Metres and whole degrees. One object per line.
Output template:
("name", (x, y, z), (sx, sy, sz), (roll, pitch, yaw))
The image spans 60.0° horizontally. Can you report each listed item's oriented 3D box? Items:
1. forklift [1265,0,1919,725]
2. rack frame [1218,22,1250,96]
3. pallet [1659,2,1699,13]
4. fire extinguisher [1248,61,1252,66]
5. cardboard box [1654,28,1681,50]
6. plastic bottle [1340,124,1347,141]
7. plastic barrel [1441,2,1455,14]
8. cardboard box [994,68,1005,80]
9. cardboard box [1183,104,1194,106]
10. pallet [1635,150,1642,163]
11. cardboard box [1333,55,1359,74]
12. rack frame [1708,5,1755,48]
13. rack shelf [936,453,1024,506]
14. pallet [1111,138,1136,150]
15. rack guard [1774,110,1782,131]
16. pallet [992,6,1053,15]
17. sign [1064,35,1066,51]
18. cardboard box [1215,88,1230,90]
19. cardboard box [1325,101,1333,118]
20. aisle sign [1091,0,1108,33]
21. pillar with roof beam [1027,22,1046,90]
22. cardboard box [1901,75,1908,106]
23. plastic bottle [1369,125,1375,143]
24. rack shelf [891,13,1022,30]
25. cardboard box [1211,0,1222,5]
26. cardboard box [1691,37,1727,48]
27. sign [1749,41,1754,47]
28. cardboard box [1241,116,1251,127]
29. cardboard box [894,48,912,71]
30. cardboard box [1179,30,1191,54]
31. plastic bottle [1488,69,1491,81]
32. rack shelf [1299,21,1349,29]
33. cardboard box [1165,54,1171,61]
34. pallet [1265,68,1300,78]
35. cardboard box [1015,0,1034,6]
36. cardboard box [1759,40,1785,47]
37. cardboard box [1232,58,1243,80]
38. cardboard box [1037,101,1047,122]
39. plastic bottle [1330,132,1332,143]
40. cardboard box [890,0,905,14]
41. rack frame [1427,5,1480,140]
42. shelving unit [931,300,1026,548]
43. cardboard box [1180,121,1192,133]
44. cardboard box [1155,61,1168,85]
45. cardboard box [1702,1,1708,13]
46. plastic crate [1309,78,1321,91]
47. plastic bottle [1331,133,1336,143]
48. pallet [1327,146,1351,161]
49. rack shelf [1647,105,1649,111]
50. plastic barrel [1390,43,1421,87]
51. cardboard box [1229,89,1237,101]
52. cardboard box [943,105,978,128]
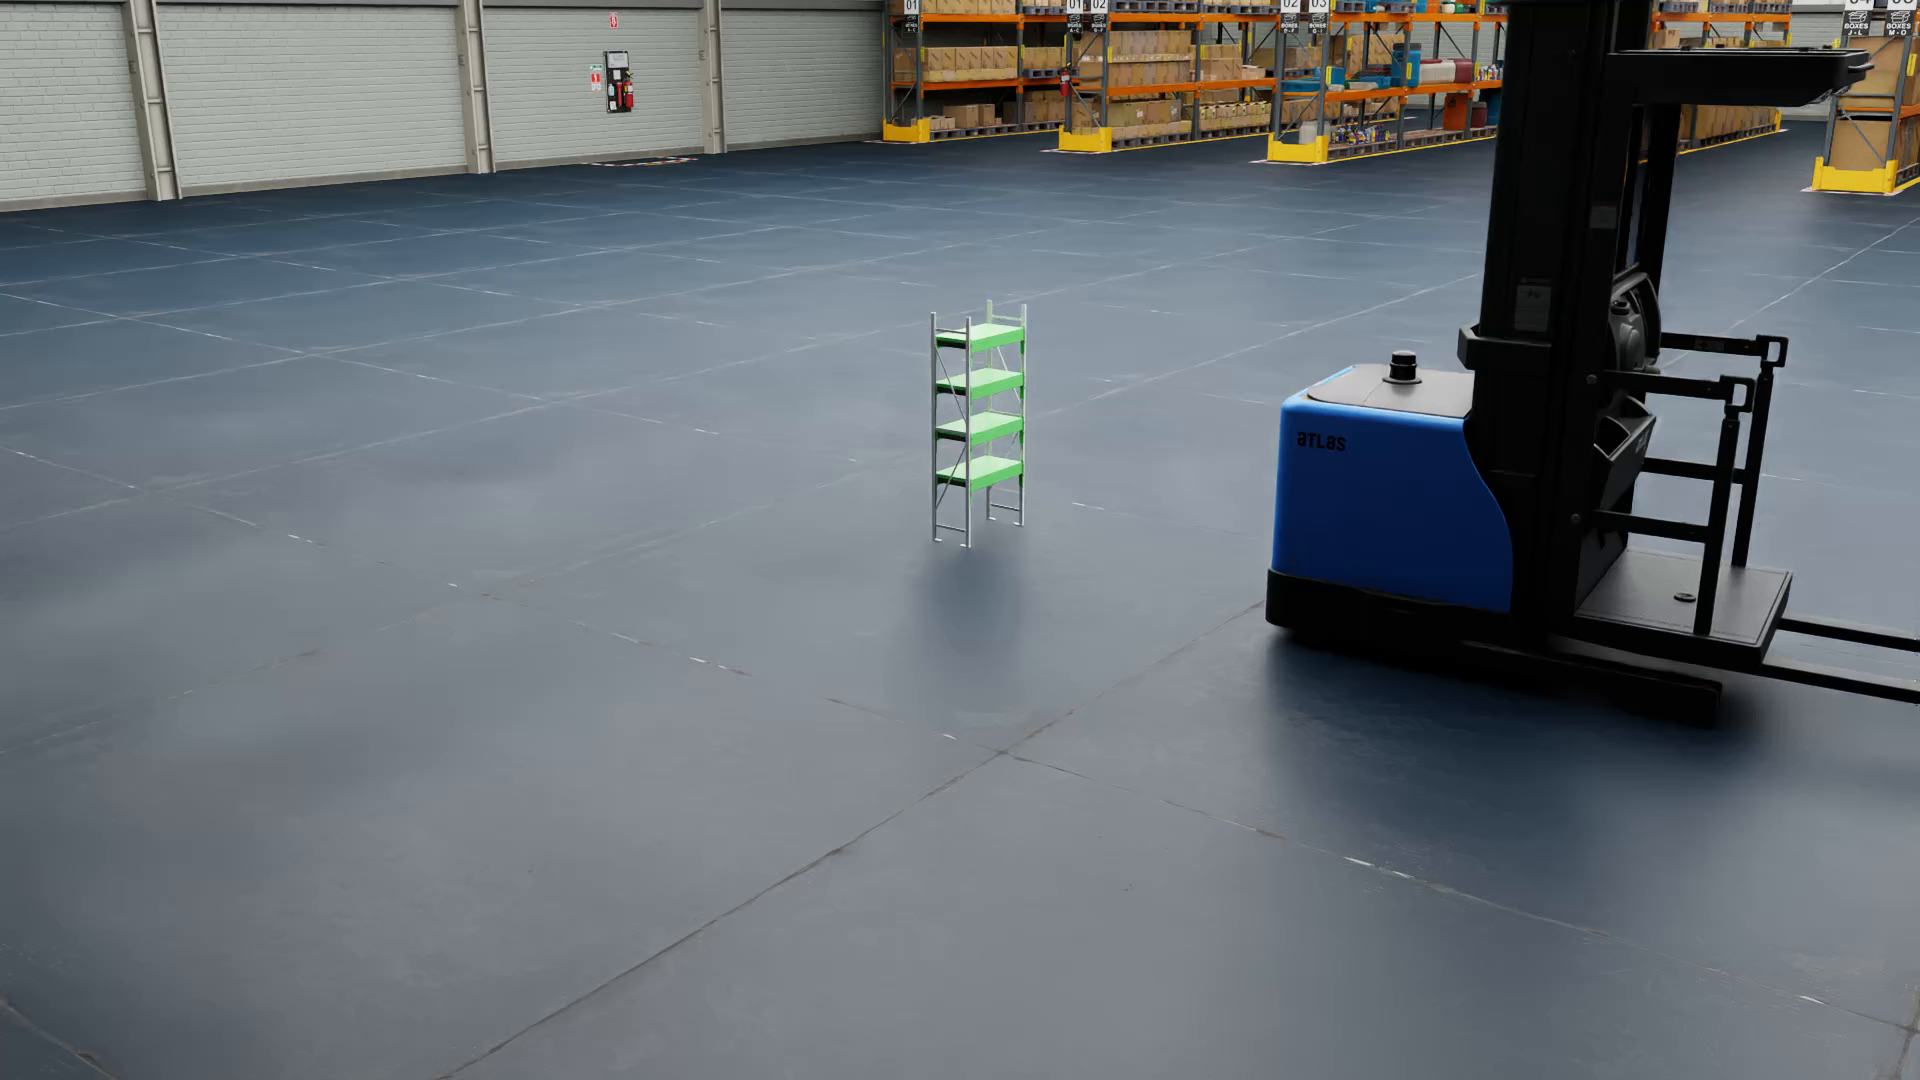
("forklift", (2.879, -0.865, 6.586), (3.031, 2.935, 1.130), (10, 20, 30))
("rack frame", (8.242, -14.483, 50.323), (1.000, 3.000, 0.127), (12, 21, 35))
("pallet", (14.095, -10.717, 33.456), (1.213, 0.211, 1.003), (12, 21, 35))
("fire extinguisher", (8.703, -14.222, 50.242), (0.296, 0.674, 0.183), (12, 21, 35))
("cardboard box", (13.612, -9.650, 33.041), (1.000, 1.000, 1.000), (13, 21, 35))
("plastic bottle", (8.122, -8.655, 35.281), (0.144, 0.351, 0.185), (11, 21, 32))
("plastic barrel", (10.862, -11.849, 37.017), (0.301, 0.262, 0.301), (0, 17, 0))
("cardboard box", (0.750, -11.279, 40.225), (0.500, 0.250, 0.500), (13, 21, 35))
("cardboard box", (5.389, -10.177, 39.442), (0.500, 0.311, 0.500), (13, 22, 36))
("pallet", (12.655, -7.501, 32.541), (1.003, 0.211, 1.213), (12, 21, 35))
("cardboard box", (10.362, -12.776, 44.660), (0.500, 0.500, 0.500), (13, 22, 36))
("rack frame", (17.793, -10.904, 38.799), (1.000, 3.000, 0.127), (12, 21, 35))
("rack shelf", (0.099, -0.322, 8.783), (0.258, 0.148, 0.480), (12, 21, 35))
("pallet", (3.112, -8.655, 36.259), (1.003, 0.211, 1.213), (12, 21, 35))
("rack guard", (20.191, -10.669, 42.256), (1.175, 0.500, 0.348), (12, 21, 35))
("pallet", (1.546, -13.096, 41.115), (1.213, 0.211, 1.003), (12, 21, 35))
("sign", (2.262, -10.563, 35.348), (0.100, 0.325, 0.005), (12, 21, 35))
("cardboard box", (7.824, -13.491, 49.542), (0.380, 0.149, 0.250), (13, 22, 36))
("cardboard box", (9.475, -11.387, 43.828), (0.500, 0.500, 0.500), (13, 21, 35))
("aisle sign", (2.897, -10.969, 34.625), (0.394, 0.787, 0.004), (12, 21, 35))
("pillar with roof beam", (5.464, -14.525, 40.342), (9.100, 9.000, 0.400), (12, 21, 35))
("cardboard box", (15.061, -7.448, 27.418), (0.875, 0.550, 0.550), (12, 21, 35))
("plastic bottle", (8.590, -8.492, 34.756), (0.144, 0.351, 0.185), (12, 21, 34))
("rack shelf", (-0.099, -12.237, 39.247), (1.077, 0.370, 4.000), (12, 21, 35))
("cardboard box", (5.773, -12.588, 38.708), (0.500, 0.250, 0.500), (10, 20, 29))
("cardboard box", (16.643, -10.965, 37.135), (0.797, 0.503, 0.637), (13, 22, 36))
("sign", (18.235, -11.326, 38.338), (0.100, 0.325, 0.005), (12, 21, 35))
("cardboard box", (6.732, -10.179, 40.393), (0.500, 0.250, 0.500), (13, 21, 36))
("cardboard box", (-1.181, -11.118, 38.441), (0.500, 0.500, 0.500), (12, 21, 34))
("cardboard box", (4.814, -11.311, 37.752), (0.700, 0.500, 0.500), (13, 21, 35))
("plastic bottle", (12.533, -11.031, 39.424), (0.097, 0.271, 0.097), (0, 17, 0))
("rack shelf", (8.648, -13.268, 42.567), (1.077, 0.370, 4.000), (12, 21, 35))
("cardboard box", (4.475, -10.763, 37.082), (0.380, 0.149, 0.250), (12, 21, 34))
("pallet", (7.804, -11.785, 41.959), (1.213, 0.211, 1.003), (12, 21, 35))
("cardboard box", (1.482, -13.421, 40.971), (0.500, 0.500, 0.500), (16, 24, 42))
("cardboard box", (20.097, -12.123, 41.210), (0.500, 0.500, 0.500), (13, 21, 35))
("cardboard box", (6.470, -11.348, 40.060), (0.500, 0.500, 0.500), (11, 20, 32))
("cardboard box", (1.785, -10.951, 42.423), (0.700, 0.500, 0.500), (12, 21, 34))
("plastic bottle", (7.666, -8.385, 34.527), (0.061, 0.283, 0.133), (12, 21, 35))
("cardboard box", (-1.246, -12.306, 38.052), (0.500, 0.500, 0.500), (14, 22, 39))
("rack frame", (11.432, -10.827, 38.549), (1.000, 3.000, 0.127), (12, 21, 35))
("shelving unit", (0.099, -0.612, 8.693), (0.258, 1.200, 0.503), (12, 21, 35))
("cardboard box", (4.972, -9.488, 38.168), (0.500, 0.250, 0.500), (12, 21, 35))
("cardboard box", (4.203, -10.445, 37.153), (0.700, 0.500, 0.500), (13, 21, 35))
("cardboard box", (15.324, -11.156, 34.804), (0.500, 0.250, 0.500), (12, 21, 35))
("plastic crate", (7.115, -9.176, 33.485), (0.499, 0.251, 0.408), (12, 21, 35))
("plastic bottle", (7.774, -8.380, 34.649), (0.097, 0.201, 0.097), (0, 17, 0))
("pallet", (7.161, -7.808, 33.532), (1.003, 0.211, 1.213), (12, 21, 35))
("rack shelf", (14.218, -9.131, 34.304), (1.077, 0.370, 4.000), (12, 21, 35))
("plastic barrel", (9.522, -10.152, 35.531), (0.600, 0.901, 0.708), (12, 21, 35))
("cardboard box", (7.906, -13.305, 50.037), (0.700, 0.500, 0.500), (12, 21, 35))
("cardboard box", (0.011, -10.139, 39.807), (0.700, 0.500, 0.500), (11, 20, 31))
